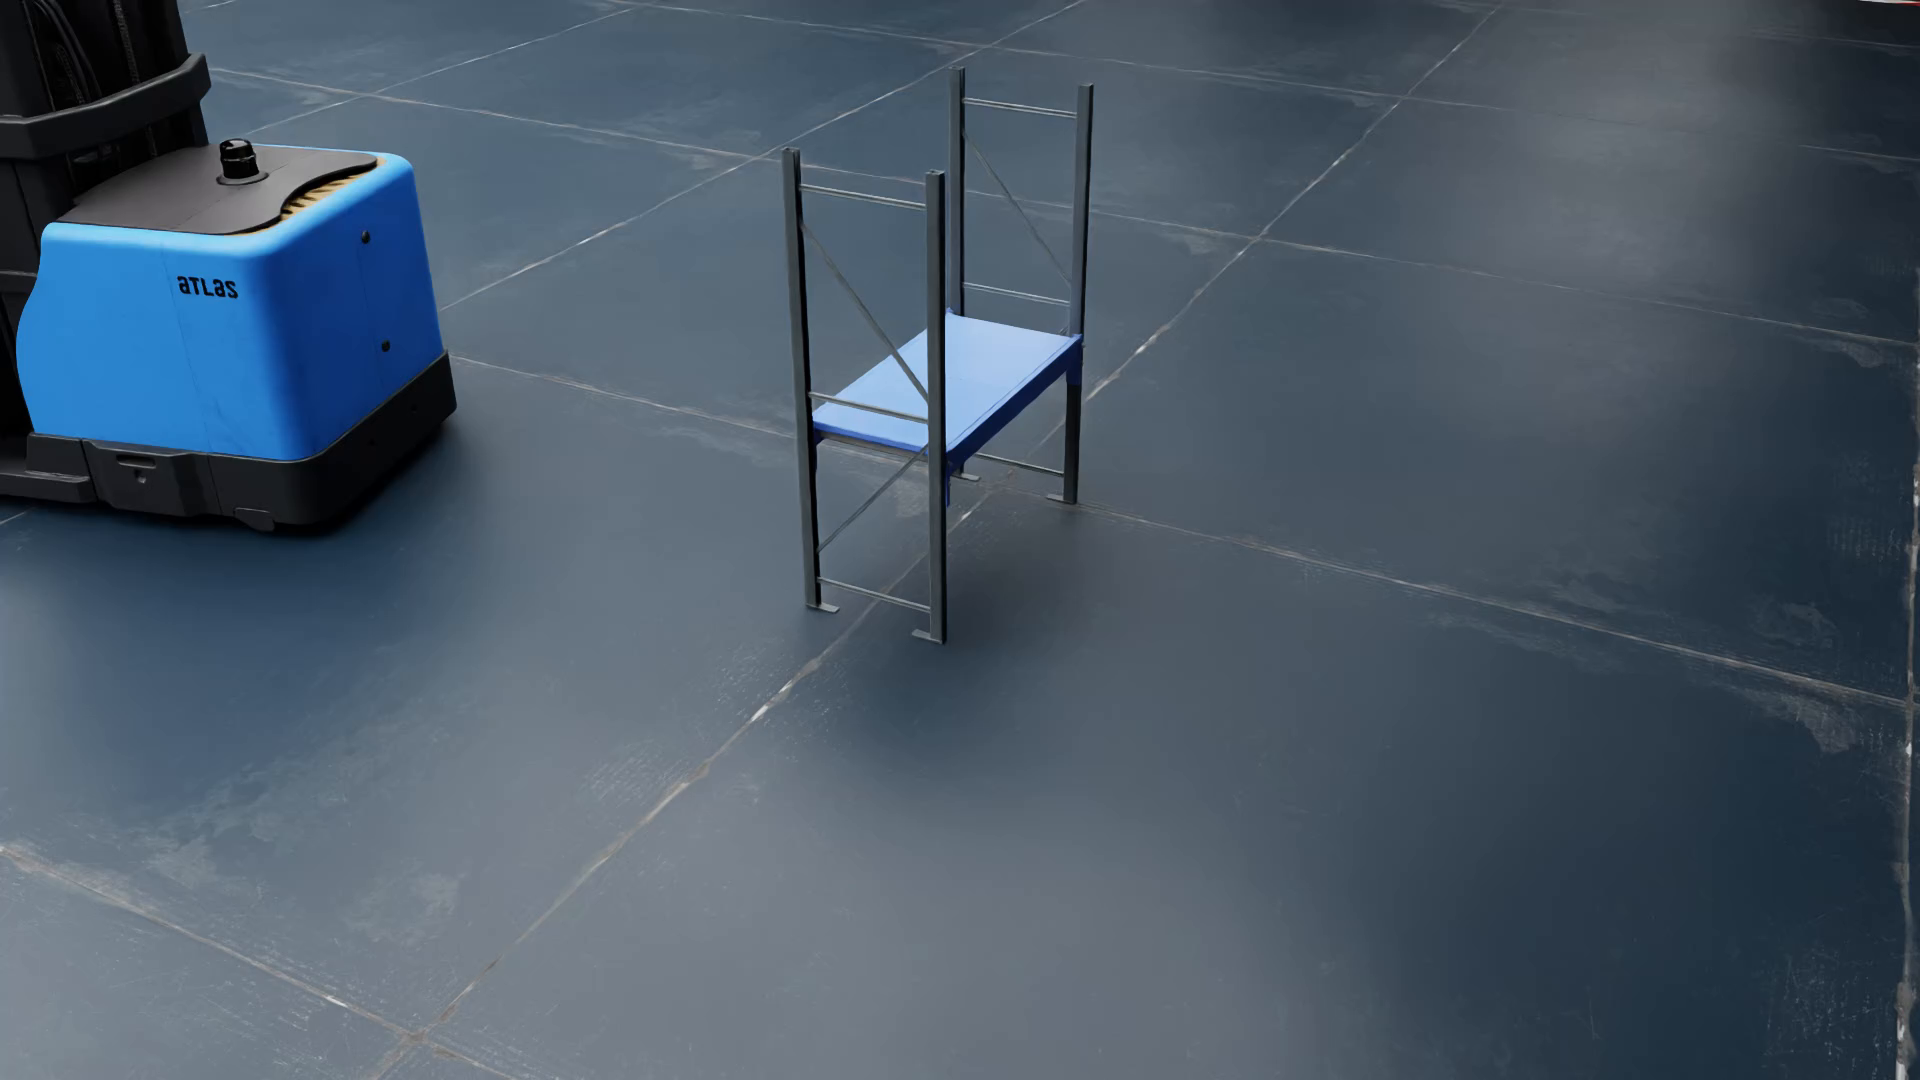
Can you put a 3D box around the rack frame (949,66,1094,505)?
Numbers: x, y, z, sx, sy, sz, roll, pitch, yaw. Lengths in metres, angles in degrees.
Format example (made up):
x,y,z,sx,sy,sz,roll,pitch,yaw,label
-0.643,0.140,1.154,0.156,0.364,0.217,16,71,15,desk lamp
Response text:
x,y,z,sx,sy,sz,roll,pitch,yaw,label
0.193,-0.838,5.703,0.500,1.500,0.032,14,33,23,rack frame

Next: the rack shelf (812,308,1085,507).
x,y,z,sx,sy,sz,roll,pitch,yaw,label
-0.039,-0.457,5.400,0.538,0.185,1.000,14,33,23,rack shelf

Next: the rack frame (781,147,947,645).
x,y,z,sx,sy,sz,roll,pitch,yaw,label
-0.270,-0.387,4.918,0.500,1.500,0.032,14,33,23,rack frame

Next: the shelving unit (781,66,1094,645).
x,y,z,sx,sy,sz,roll,pitch,yaw,label
-0.039,-0.613,5.311,0.538,1.500,1.048,14,33,23,shelving unit

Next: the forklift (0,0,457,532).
x,y,z,sx,sy,sz,roll,pitch,yaw,label
-3.540,-1.672,5.718,3.031,2.935,1.130,6,30,11,forklift
